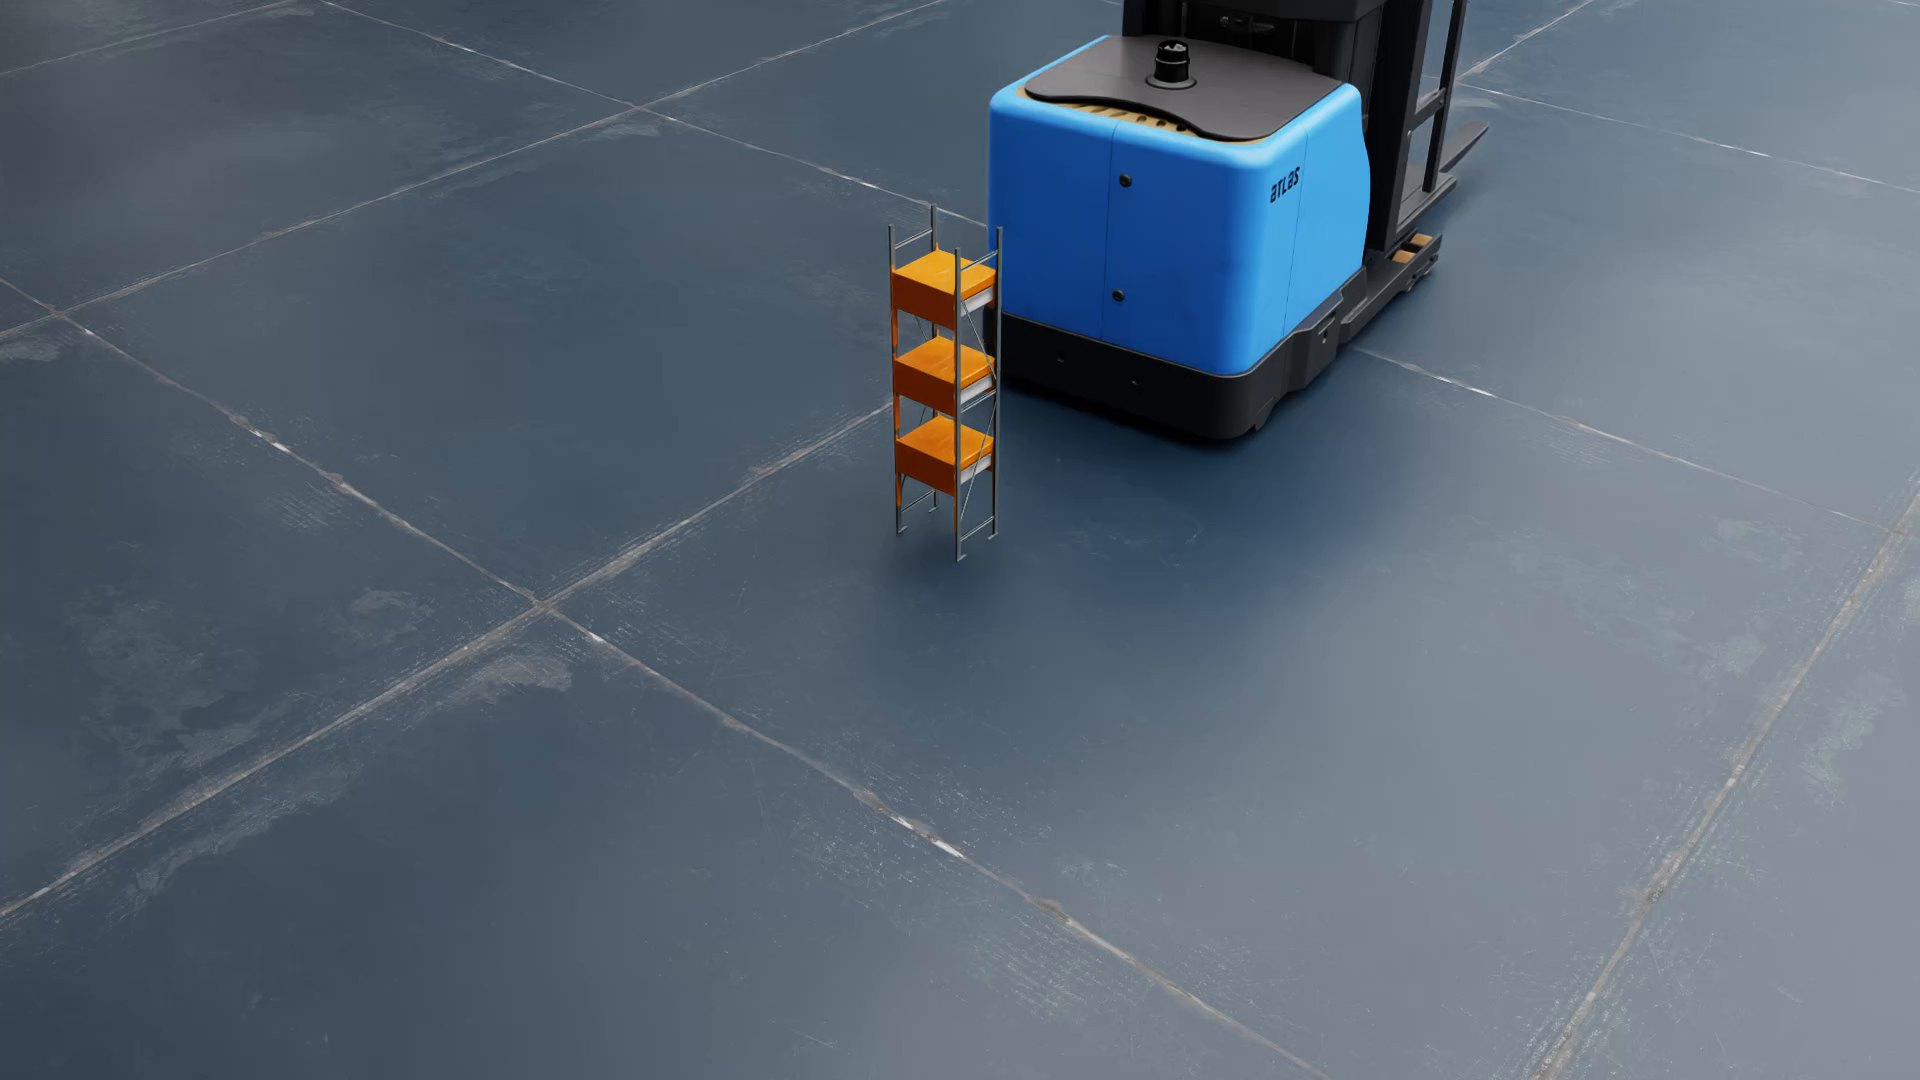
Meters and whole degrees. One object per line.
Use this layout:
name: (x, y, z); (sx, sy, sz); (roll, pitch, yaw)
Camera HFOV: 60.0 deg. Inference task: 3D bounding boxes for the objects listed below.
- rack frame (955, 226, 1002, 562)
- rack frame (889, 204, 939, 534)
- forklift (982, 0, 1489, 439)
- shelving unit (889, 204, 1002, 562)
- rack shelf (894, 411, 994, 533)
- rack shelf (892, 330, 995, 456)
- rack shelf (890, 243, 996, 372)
rack frame: (0.053, -0.408, 4.917); (0.008, 1.050, 0.200); (25, 42, 32)
rack frame: (-0.135, -0.496, 5.045); (0.008, 1.050, 0.200); (25, 42, 32)
forklift: (1.318, -2.342, 6.071); (1.130, 2.935, 3.031); (21, 40, 27)
shelving unit: (-0.041, -0.452, 4.981); (0.252, 1.050, 0.215); (25, 42, 32)
rack shelf: (-0.041, -0.214, 5.144); (0.240, 0.259, 0.215); (25, 42, 32)
rack shelf: (-0.041, -0.443, 4.987); (0.240, 0.259, 0.215); (25, 42, 32)
rack shelf: (-0.041, -0.677, 4.826); (0.240, 0.259, 0.215); (25, 42, 32)
